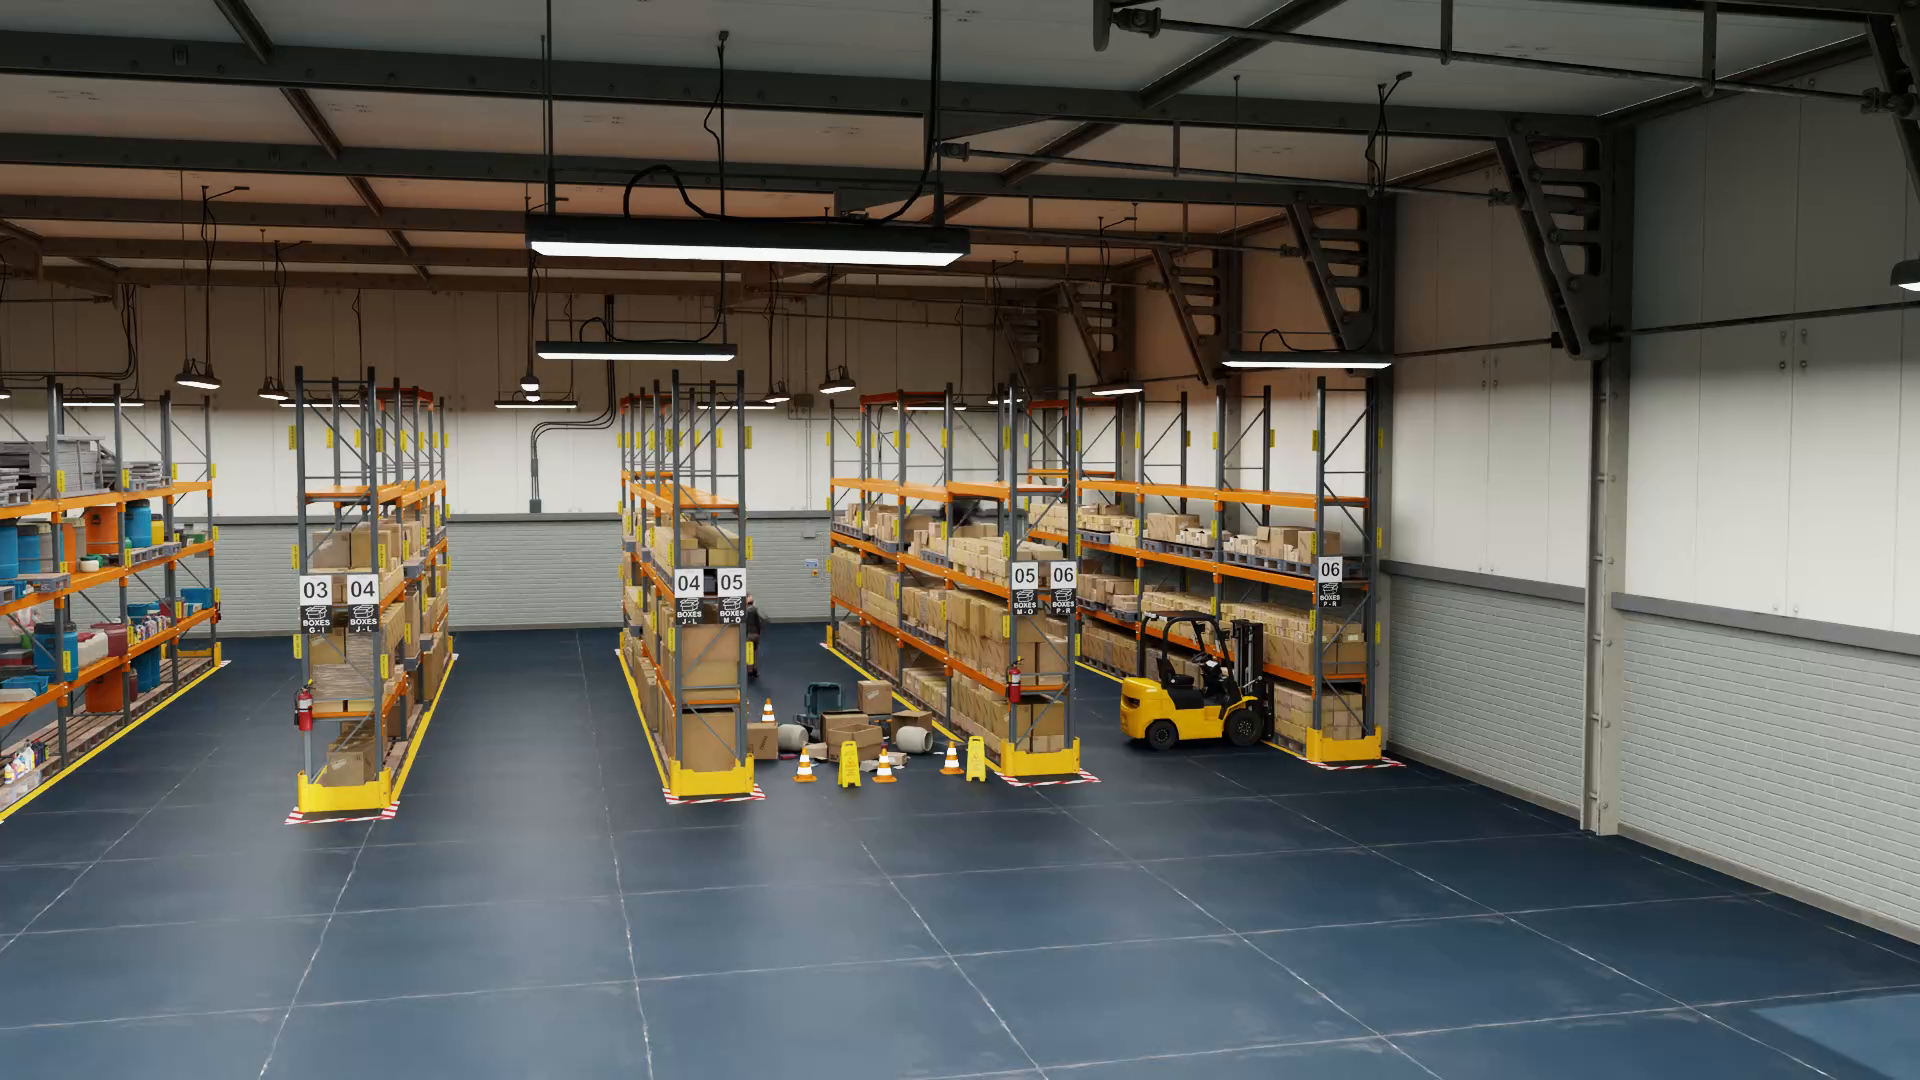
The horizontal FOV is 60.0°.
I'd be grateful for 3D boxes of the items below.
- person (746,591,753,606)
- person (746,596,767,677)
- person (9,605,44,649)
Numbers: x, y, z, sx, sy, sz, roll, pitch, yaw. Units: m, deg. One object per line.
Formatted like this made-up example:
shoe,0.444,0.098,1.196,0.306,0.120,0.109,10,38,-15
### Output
person,-5.016,1.928,38.380,0.523,1.557,0.534,-2,4,-35
person,-4.420,2.058,35.034,0.628,1.781,0.750,-1,4,-18
person,-19.938,2.010,35.544,0.661,1.795,0.718,-2,4,-31
